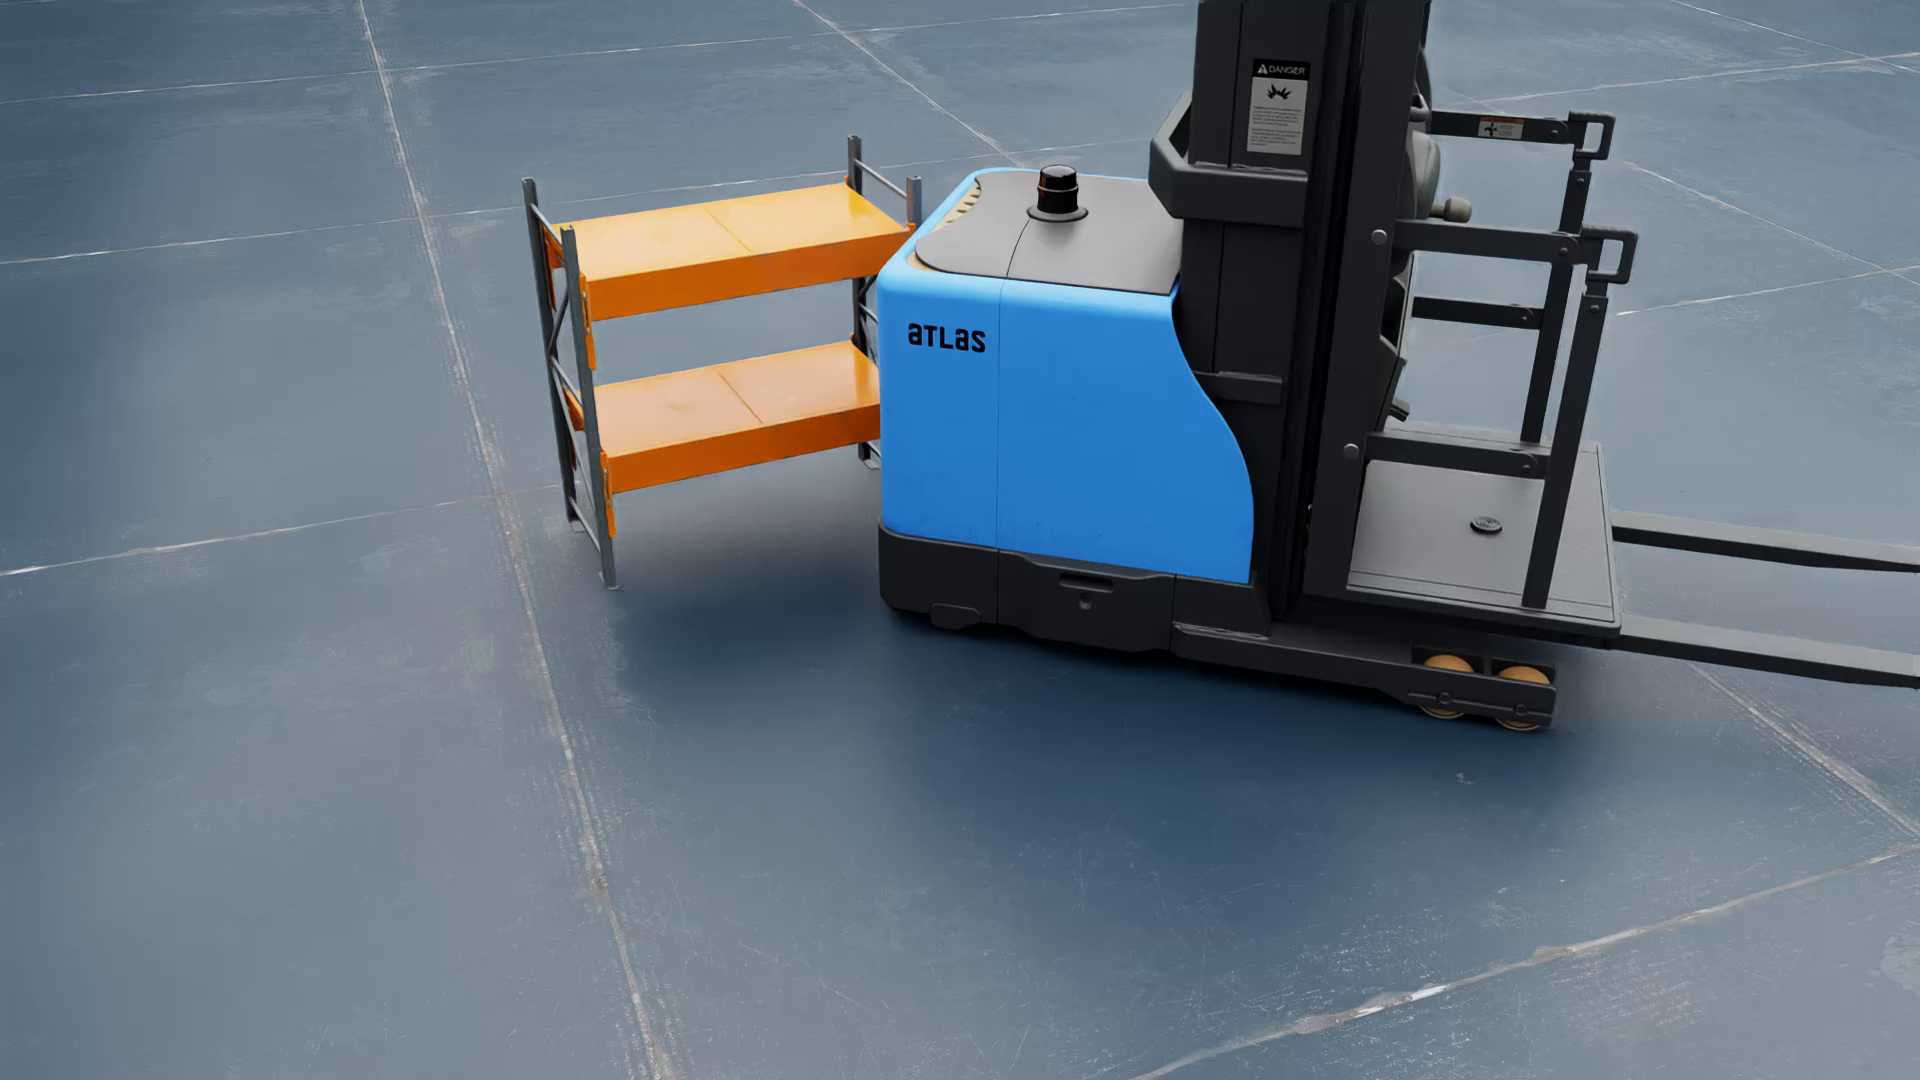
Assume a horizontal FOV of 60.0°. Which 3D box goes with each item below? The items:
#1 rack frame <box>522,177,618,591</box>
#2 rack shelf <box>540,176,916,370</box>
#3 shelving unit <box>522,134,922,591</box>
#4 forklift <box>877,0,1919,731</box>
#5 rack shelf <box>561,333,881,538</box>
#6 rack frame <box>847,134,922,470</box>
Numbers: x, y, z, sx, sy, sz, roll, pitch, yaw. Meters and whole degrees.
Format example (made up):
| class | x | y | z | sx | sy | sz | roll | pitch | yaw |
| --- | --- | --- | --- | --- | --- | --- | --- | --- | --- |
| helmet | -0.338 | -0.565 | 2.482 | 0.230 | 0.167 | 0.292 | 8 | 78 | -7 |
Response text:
| class | x | y | z | sx | sy | sz | roll | pitch | yaw |
| --- | --- | --- | --- | --- | --- | --- | --- | --- | --- |
| rack frame | -1.149 | -0.450 | 4.904 | 0.032 | 1.125 | 0.500 | -13 | 32 | -22 |
| rack shelf | -0.690 | -0.813 | 4.950 | 1.000 | 0.278 | 0.538 | -13 | 32 | -22 |
| shelving unit | -0.690 | -0.559 | 5.095 | 1.048 | 1.125 | 0.538 | -13 | 32 | -22 |
| forklift | 1.342 | -1.066 | 4.160 | 3.031 | 2.935 | 1.130 | 8 | 31 | 14 |
| rack shelf | -0.690 | -0.347 | 5.216 | 1.000 | 0.278 | 0.538 | -13 | 32 | -22 |
| rack frame | -0.232 | -0.668 | 5.286 | 0.032 | 1.125 | 0.500 | -13 | 32 | -22 |
